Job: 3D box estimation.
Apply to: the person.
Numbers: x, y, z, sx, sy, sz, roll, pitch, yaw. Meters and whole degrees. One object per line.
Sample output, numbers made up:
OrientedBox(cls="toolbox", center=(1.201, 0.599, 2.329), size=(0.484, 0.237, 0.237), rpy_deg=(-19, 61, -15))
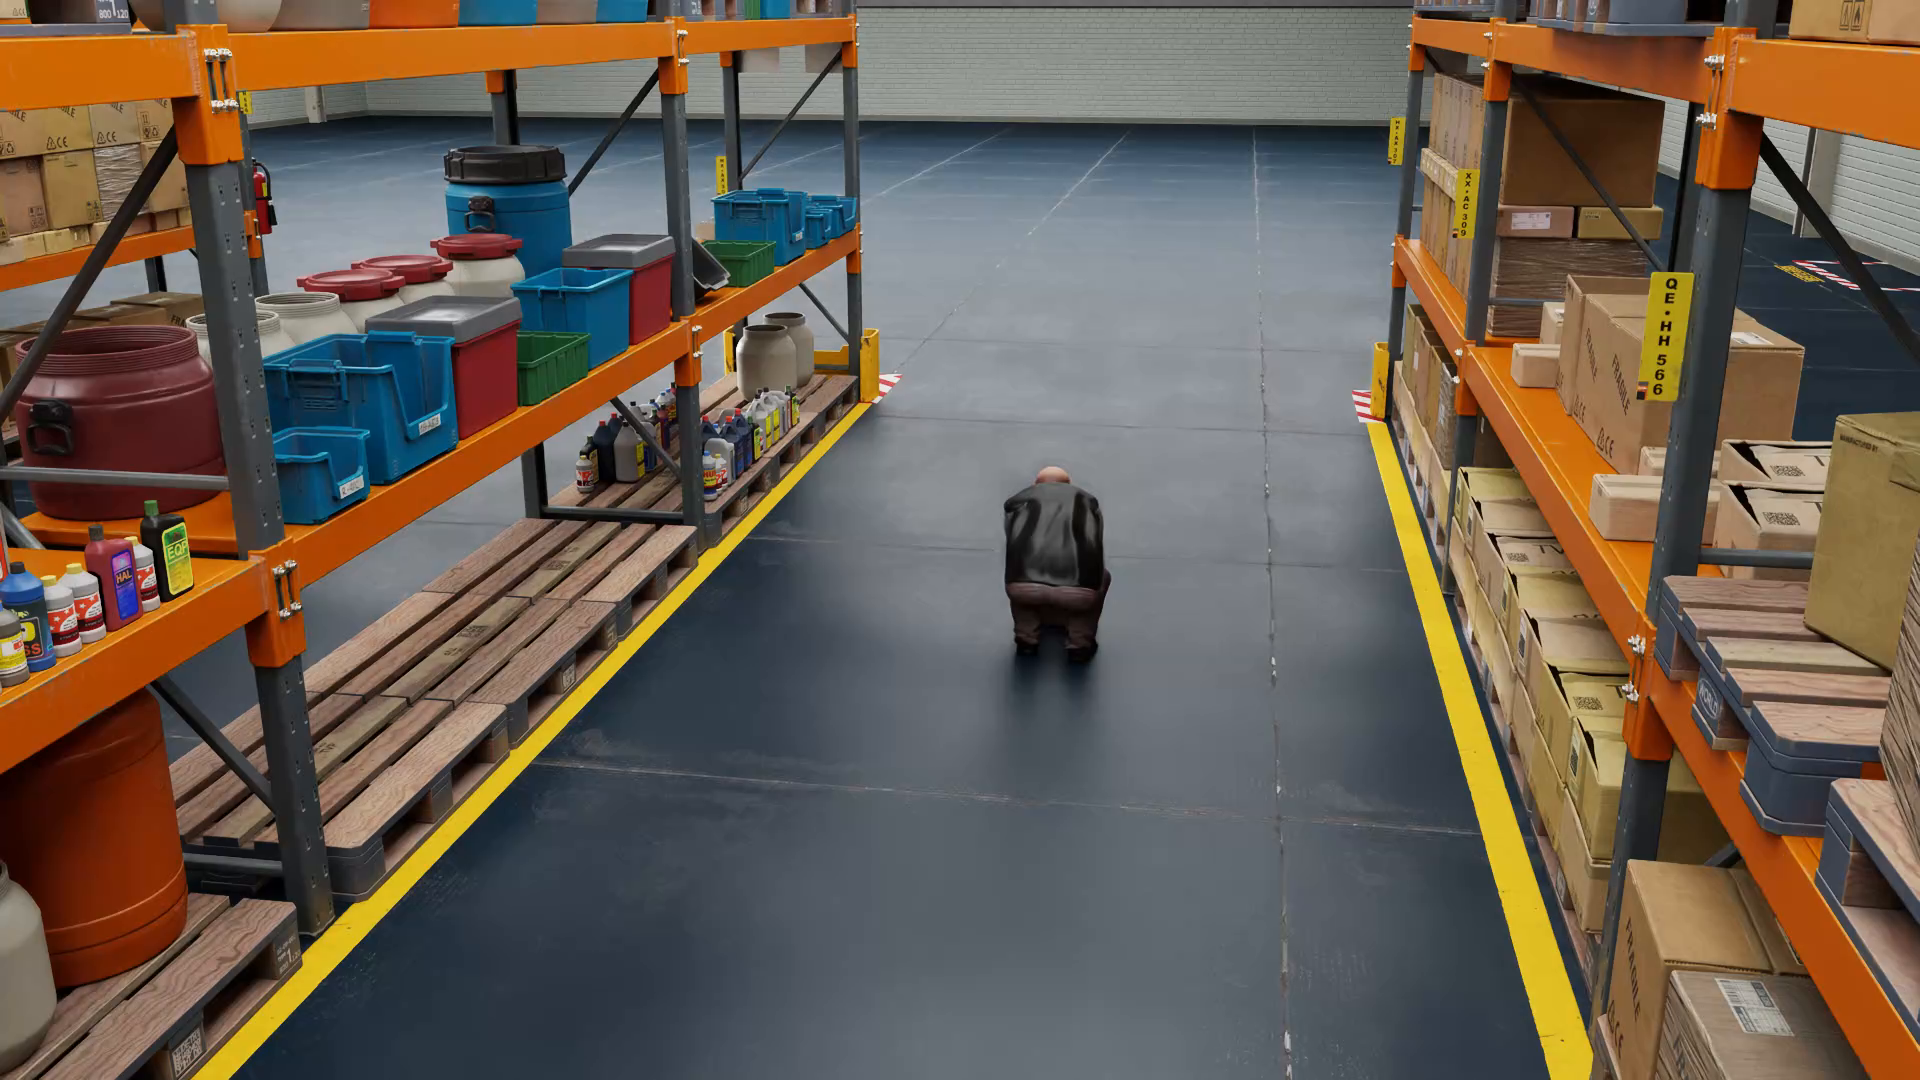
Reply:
OrientedBox(cls="person", center=(0.448, 0.158, 7.833), size=(0.519, 0.837, 0.907), rpy_deg=(3, 18, 8))
